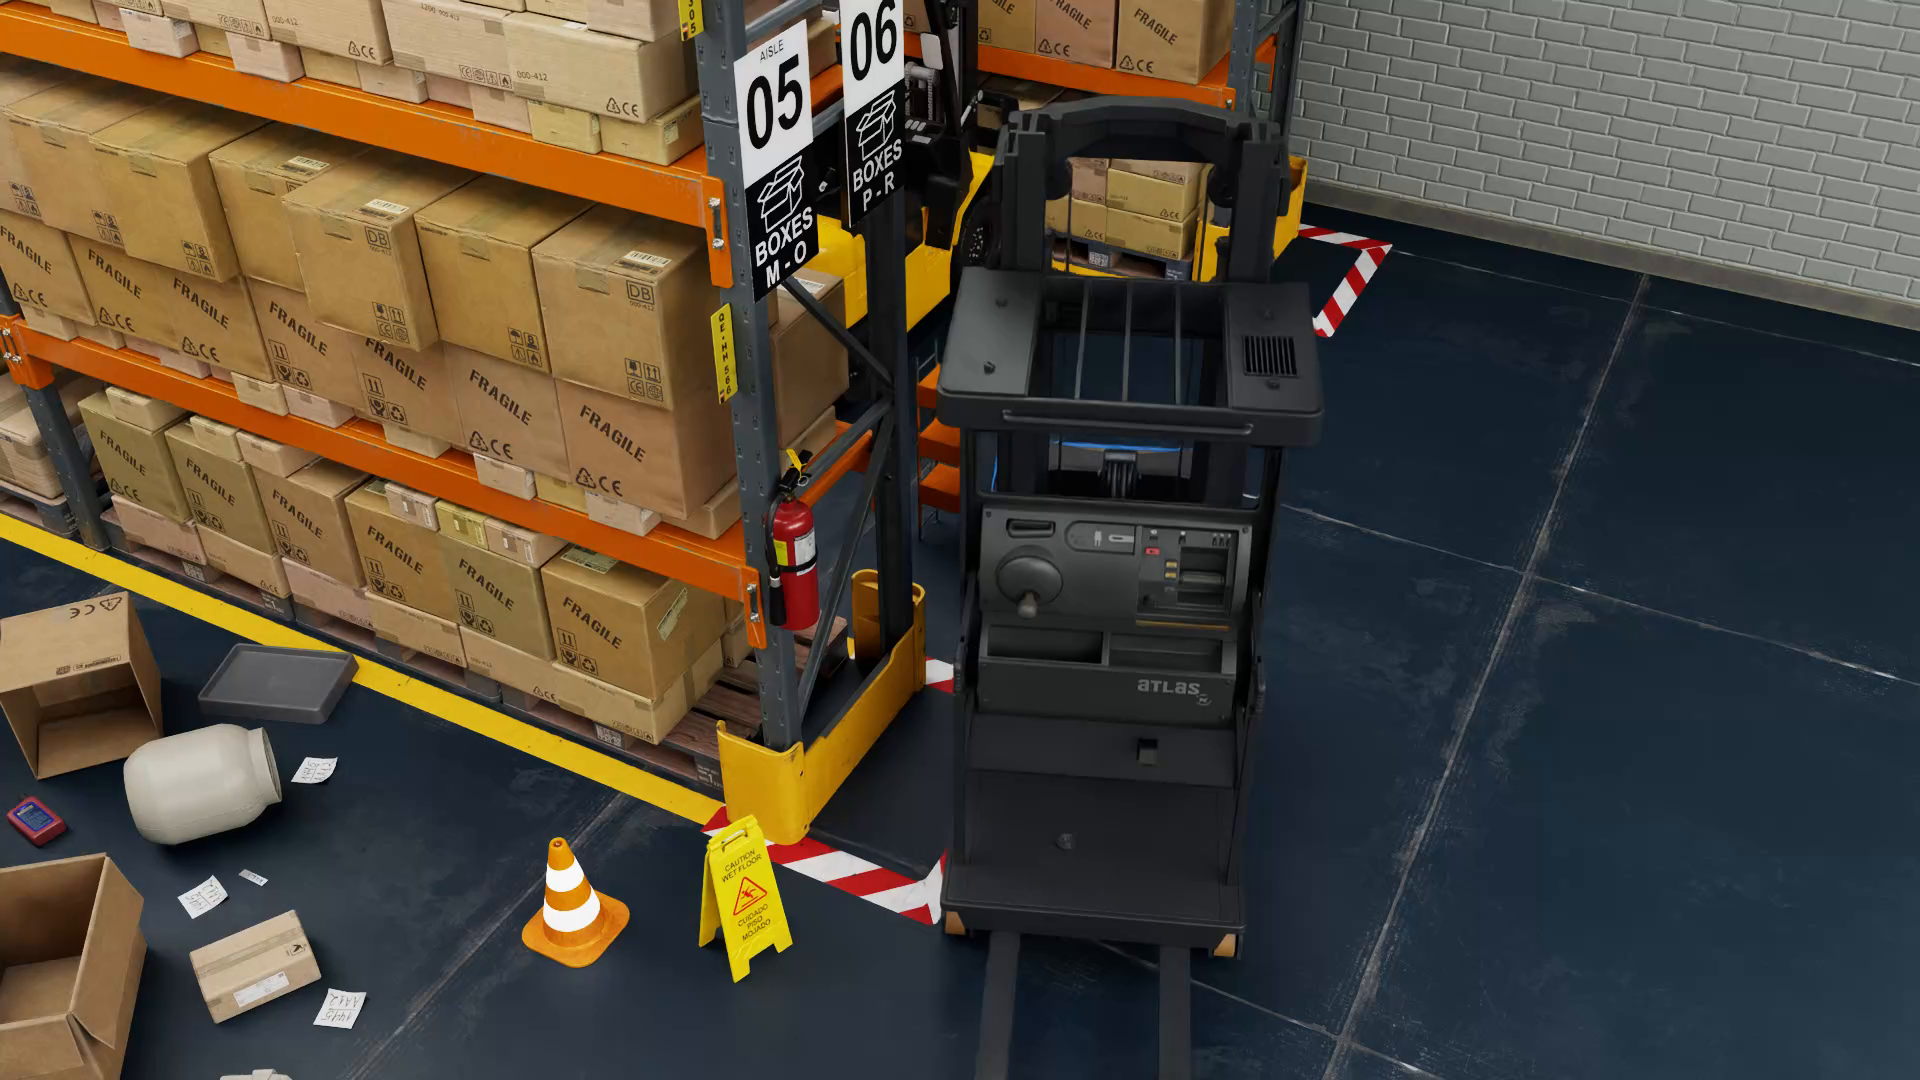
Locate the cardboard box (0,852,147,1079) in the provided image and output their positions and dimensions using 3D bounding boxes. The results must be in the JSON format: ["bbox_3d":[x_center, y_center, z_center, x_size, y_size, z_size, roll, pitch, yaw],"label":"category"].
[{"bbox_3d":[-3.206,1.565,5.772,0.637,0.503,0.797,-8,38,-10],"label":"cardboard box"}]

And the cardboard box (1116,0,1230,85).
[{"bbox_3d":[1.240,-3.002,9.641,0.500,0.500,0.500,16,40,21],"label":"cardboard box"}]

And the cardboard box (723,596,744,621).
[{"bbox_3d":[-1.092,-0.050,7.142,0.500,0.500,0.500,16,40,20],"label":"cardboard box"}]

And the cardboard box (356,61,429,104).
[{"bbox_3d":[-1.821,-1.638,5.654,0.250,0.149,0.380,17,40,21],"label":"cardboard box"}]

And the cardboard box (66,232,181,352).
[{"bbox_3d":[-3.315,-1.172,6.984,0.500,0.500,0.500,17,40,21],"label":"cardboard box"}]

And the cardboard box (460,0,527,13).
[{"bbox_3d":[-1.364,-1.802,5.210,0.250,0.149,0.380,17,40,21],"label":"cardboard box"}]

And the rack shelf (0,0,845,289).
[{"bbox_3d":[-2.258,-1.765,6.208,4.000,0.370,1.077,17,41,21],"label":"rack shelf"}]

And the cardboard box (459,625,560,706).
[{"bbox_3d":[-1.780,0.399,7.170,0.500,0.250,0.500,18,41,22],"label":"cardboard box"}]

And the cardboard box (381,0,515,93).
[{"bbox_3d":[-1.500,-1.699,5.405,0.500,0.250,0.500,17,40,21],"label":"cardboard box"}]

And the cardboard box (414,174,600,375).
[{"bbox_3d":[-1.482,-1.027,5.966,0.500,0.500,0.700,18,41,22],"label":"cardboard box"}]

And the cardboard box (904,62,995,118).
[{"bbox_3d":[-0.110,-2.816,10.579,0.500,0.250,0.500,17,40,21],"label":"cardboard box"}]

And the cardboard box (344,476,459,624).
[{"bbox_3d":[-2.223,-0.041,7.130,0.500,0.500,0.500,16,40,20],"label":"cardboard box"}]

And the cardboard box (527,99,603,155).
[{"bbox_3d":[-1.163,-1.396,5.335,0.250,0.149,0.380,18,41,22],"label":"cardboard box"}]

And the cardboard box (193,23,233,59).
[{"bbox_3d":[-2.499,-1.859,5.945,0.250,0.149,0.380,18,41,22],"label":"cardboard box"}]

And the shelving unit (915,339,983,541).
[{"bbox_3d":[-0.048,-0.433,7.952,0.252,1.050,0.215,17,41,21],"label":"shelving unit"}]

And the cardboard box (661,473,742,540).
[{"bbox_3d":[-0.912,-0.190,6.227,0.250,0.149,0.380,19,41,23],"label":"cardboard box"}]

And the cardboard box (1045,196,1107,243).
[{"bbox_3d":[0.798,-2.143,10.519,0.500,0.250,0.500,17,41,21],"label":"cardboard box"}]

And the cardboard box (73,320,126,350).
[{"bbox_3d":[-3.653,-1.010,7.308,0.250,0.149,0.380,19,41,23],"label":"cardboard box"}]

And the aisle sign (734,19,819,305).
[{"bbox_3d":[-0.560,-1.163,5.151,0.004,0.787,0.394,17,41,21],"label":"aisle sign"}]

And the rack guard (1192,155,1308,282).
[{"bbox_3d":[1.819,-1.964,10.424,0.348,0.500,1.175,17,41,21],"label":"rack guard"}]

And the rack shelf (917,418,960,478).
[{"bbox_3d":[-0.048,-0.425,7.959,0.240,0.259,0.215,17,41,21],"label":"rack shelf"}]

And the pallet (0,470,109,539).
[{"bbox_3d":[-4.726,-0.518,8.757,1.213,0.211,1.003,17,41,21],"label":"pallet"}]

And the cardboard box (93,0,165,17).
[{"bbox_3d":[-2.868,-2.112,5.949,0.500,0.250,0.500,18,41,22],"label":"cardboard box"}]

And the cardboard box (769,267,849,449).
[{"bbox_3d":[-0.775,-0.739,6.414,0.500,0.500,0.500,17,40,21],"label":"cardboard box"}]

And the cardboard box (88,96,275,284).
[{"bbox_3d":[-2.866,-1.423,6.487,0.500,0.500,0.700,17,40,21],"label":"cardboard box"}]

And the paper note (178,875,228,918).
[{"bbox_3d":[-2.922,1.376,6.422,0.148,0.019,0.142,-29,46,-33],"label":"paper note"}]

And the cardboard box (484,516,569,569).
[{"bbox_3d":[-1.670,-0.078,6.642,0.250,0.149,0.380,19,41,23],"label":"cardboard box"}]

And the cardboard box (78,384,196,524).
[{"bbox_3d":[-3.634,-0.474,7.701,0.500,0.500,0.500,19,41,24],"label":"cardboard box"}]

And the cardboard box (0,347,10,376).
[{"bbox_3d":[-5.141,-0.876,8.749,0.625,0.372,0.950,20,42,24],"label":"cardboard box"}]

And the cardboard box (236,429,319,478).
[{"bbox_3d":[-2.853,-0.451,7.133,0.250,0.149,0.380,20,41,24],"label":"cardboard box"}]

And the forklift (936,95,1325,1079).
[{"bbox_3d":[0.516,0.165,5.608,1.130,2.935,3.031,4,37,5],"label":"forklift"}]

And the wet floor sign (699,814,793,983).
[{"bbox_3d":[-0.805,1.265,6.050,0.267,0.644,0.232,-29,46,-33],"label":"wet floor sign"}]

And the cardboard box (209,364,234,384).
[{"bbox_3d":[-2.949,-0.808,7.042,0.250,0.149,0.380,17,40,21],"label":"cardboard box"}]

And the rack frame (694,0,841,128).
[{"bbox_3d":[-0.482,-2.690,4.351,0.127,3.000,1.000,17,41,21],"label":"rack frame"}]

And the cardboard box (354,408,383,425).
[{"bbox_3d":[-2.261,-0.625,6.800,0.250,0.149,0.380,17,41,21],"label":"cardboard box"}]

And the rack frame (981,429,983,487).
[{"bbox_3d":[0.061,-0.399,7.907,0.008,1.050,0.200,17,41,21],"label":"rack frame"}]

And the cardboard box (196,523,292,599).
[{"bbox_3d":[-3.155,-0.033,7.740,0.500,0.250,0.500,20,41,24],"label":"cardboard box"}]

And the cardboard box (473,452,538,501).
[{"bbox_3d":[-1.649,-0.339,6.423,0.250,0.149,0.380,18,41,22],"label":"cardboard box"}]

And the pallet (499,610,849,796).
[{"bbox_3d":[-1.255,0.544,7.358,1.213,0.211,1.003,17,41,21],"label":"pallet"}]

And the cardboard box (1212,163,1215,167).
[{"bbox_3d":[1.476,-2.480,10.549,0.500,0.250,0.500,18,41,22],"label":"cardboard box"}]

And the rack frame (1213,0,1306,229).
[{"bbox_3d":[1.798,-2.966,9.677,0.127,3.000,1.000,17,41,21],"label":"rack frame"}]

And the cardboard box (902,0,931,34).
[{"bbox_3d":[-0.123,-3.428,10.202,0.500,0.500,0.500,18,41,22],"label":"cardboard box"}]

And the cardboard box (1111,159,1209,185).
[{"bbox_3d":[1.245,-2.397,10.027,0.500,0.250,0.500,19,41,23],"label":"cardboard box"}]

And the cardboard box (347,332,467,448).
[{"bbox_3d":[-1.976,-0.744,6.421,0.500,0.500,0.500,17,40,21],"label":"cardboard box"}]

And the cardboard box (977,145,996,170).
[{"bbox_3d":[0.313,-2.483,10.553,0.500,0.250,0.500,16,40,20],"label":"cardboard box"}]

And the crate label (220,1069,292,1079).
[{"bbox_3d":[-2.392,1.918,5.610,0.298,0.136,0.250,-2,37,-2],"label":"crate label"}]

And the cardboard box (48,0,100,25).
[{"bbox_3d":[-3.188,-2.086,6.244,0.250,0.149,0.380,19,41,23],"label":"cardboard box"}]
